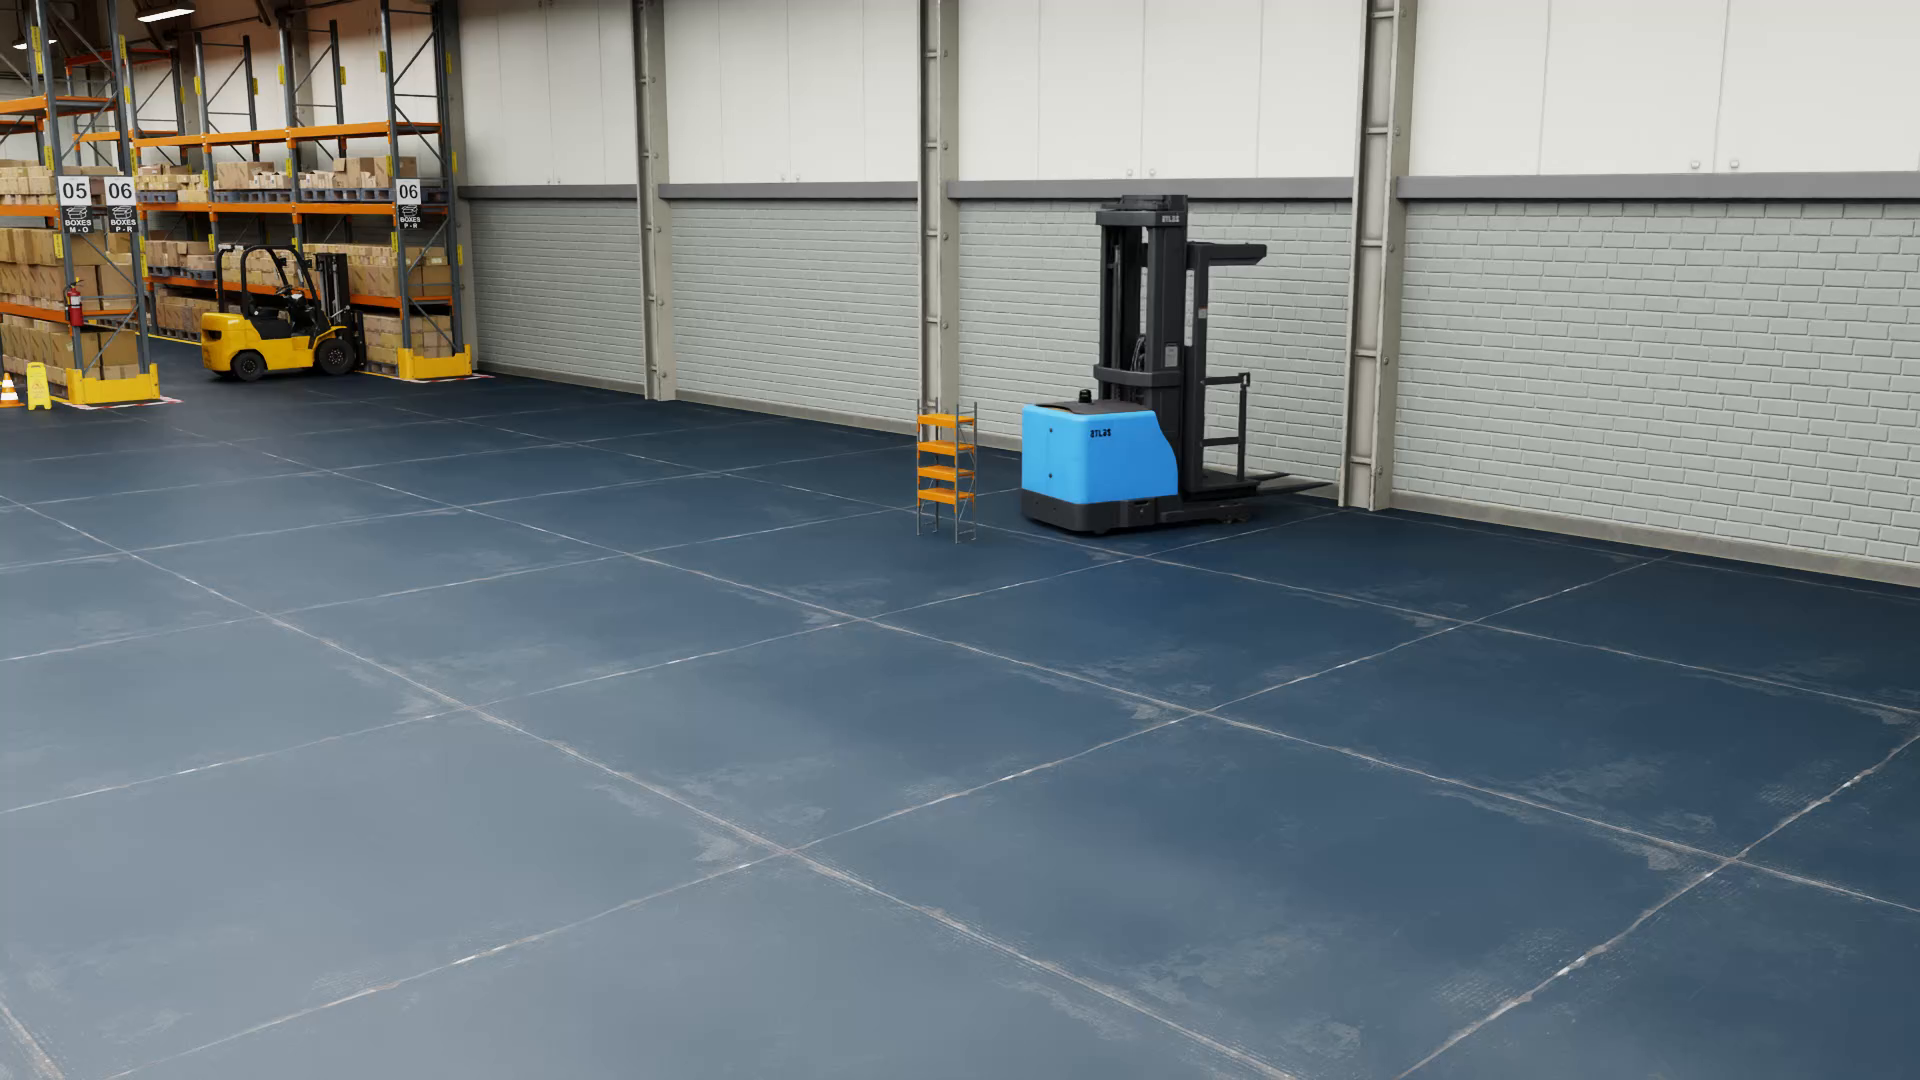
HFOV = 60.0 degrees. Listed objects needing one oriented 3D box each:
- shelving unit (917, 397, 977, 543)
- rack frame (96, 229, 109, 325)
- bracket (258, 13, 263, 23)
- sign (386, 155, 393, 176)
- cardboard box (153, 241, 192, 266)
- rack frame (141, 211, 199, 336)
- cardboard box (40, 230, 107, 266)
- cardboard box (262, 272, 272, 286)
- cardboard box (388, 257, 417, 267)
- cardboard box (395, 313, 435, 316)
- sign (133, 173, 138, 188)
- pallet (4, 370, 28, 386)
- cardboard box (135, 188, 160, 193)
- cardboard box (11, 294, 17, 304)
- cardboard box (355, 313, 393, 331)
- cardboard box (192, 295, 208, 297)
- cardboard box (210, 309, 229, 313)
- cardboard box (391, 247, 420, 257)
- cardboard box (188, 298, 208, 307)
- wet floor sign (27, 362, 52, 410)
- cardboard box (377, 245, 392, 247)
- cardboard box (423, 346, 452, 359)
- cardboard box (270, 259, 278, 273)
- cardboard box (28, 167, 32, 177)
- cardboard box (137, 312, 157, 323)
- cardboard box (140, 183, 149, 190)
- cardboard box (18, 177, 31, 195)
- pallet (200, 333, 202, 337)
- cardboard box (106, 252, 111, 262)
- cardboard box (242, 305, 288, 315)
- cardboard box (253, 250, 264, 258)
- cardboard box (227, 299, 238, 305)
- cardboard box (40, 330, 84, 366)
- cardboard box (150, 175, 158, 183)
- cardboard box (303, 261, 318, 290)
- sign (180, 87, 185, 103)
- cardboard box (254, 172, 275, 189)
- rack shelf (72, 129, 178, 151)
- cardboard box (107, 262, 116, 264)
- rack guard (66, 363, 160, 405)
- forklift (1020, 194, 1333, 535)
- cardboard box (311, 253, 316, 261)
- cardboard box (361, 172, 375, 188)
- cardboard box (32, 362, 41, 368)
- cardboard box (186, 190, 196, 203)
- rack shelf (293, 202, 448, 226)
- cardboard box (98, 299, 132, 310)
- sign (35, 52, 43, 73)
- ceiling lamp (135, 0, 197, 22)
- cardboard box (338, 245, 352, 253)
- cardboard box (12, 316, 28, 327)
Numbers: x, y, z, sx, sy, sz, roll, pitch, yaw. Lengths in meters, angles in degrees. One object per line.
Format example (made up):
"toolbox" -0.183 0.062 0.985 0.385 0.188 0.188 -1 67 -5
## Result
"shelving unit" -0.114 -0.612 14.408 0.258 1.200 0.503 -11 16 -43
"rack frame" -19.764 -6.527 38.659 1.000 3.000 0.127 -11 16 -43
"bracket" -13.230 -10.007 31.763 0.235 0.232 0.430 -11 16 -43
"sign" -9.117 -5.982 26.583 0.100 0.325 0.005 -11 16 -43
"cardboard box" -16.472 -6.021 34.912 0.700 0.500 0.500 -11 16 -42
"rack frame" -17.002 -5.943 35.825 1.000 3.000 0.127 -11 16 -43
"cardboard box" -12.813 -4.228 24.038 0.500 0.500 0.700 11 16 44
"cardboard box" -12.686 -4.889 31.078 0.500 0.250 0.500 -11 16 -42
"cardboard box" -9.157 -4.570 27.305 0.380 0.149 0.250 -11 16 -42
"cardboard box" -9.257 -3.710 28.279 0.500 0.250 0.500 -11 16 -42
"sign" -17.389 -7.589 35.098 0.100 0.325 0.005 -11 16 -43
"pallet" -14.575 -2.625 26.628 1.003 0.211 1.213 -11 16 -43
"cardboard box" -17.516 -7.520 35.680 0.500 0.250 0.500 -11 16 -42
"cardboard box" -14.516 -3.765 25.873 0.380 0.149 0.250 -10 15 -41
"cardboard box" -9.971 -3.710 28.283 0.500 0.250 0.500 -11 16 -42
"cardboard box" -16.179 -5.157 35.555 0.380 0.149 0.250 -11 16 -42
"cardboard box" -14.687 -4.373 33.356 0.500 0.500 0.500 -10 15 -41
"cardboard box" -9.114 -4.727 27.330 0.380 0.149 0.250 -11 16 -42
"cardboard box" -15.659 -4.893 34.273 0.250 0.149 0.380 11 16 42
"wet floor sign" -12.945 -2.170 23.344 0.267 0.644 0.232 -5 13 -23
"cardboard box" -9.839 -5.013 28.716 0.380 0.149 0.250 -11 16 -42
"cardboard box" -8.912 -3.150 28.040 0.500 0.250 0.500 -11 16 -42
"cardboard box" -12.361 -5.057 30.657 0.500 0.250 0.500 11 16 44
"cardboard box" -13.552 -5.445 24.620 0.250 0.149 0.380 11 16 44
"cardboard box" -17.845 -4.902 36.508 0.396 0.266 0.258 -10 15 -41
"cardboard box" -16.929 -7.402 34.808 0.380 0.149 0.250 -11 16 -42
"cardboard box" -13.558 -5.227 24.549 0.500 0.250 0.500 -10 16 -41
"pallet" -14.727 -4.108 33.827 1.003 0.211 1.213 -11 16 -43
"cardboard box" -18.945 -6.348 37.426 0.500 0.250 0.500 -11 16 -44
"cardboard box" -13.361 -4.215 32.280 0.875 0.625 0.625 -10 15 -41
"cardboard box" -13.016 -5.372 31.195 0.250 0.149 0.380 11 16 44
"cardboard box" -14.768 -4.846 34.045 0.380 0.149 0.250 -11 16 -42
"cardboard box" -13.407 -2.882 24.883 0.500 0.500 0.500 -10 15 -40
"cardboard box" -16.535 -7.479 34.443 0.380 0.149 0.250 -11 16 -43
"cardboard box" -11.359 -4.724 29.657 0.500 0.500 0.500 11 16 44
"sign" -16.604 -9.495 35.489 0.100 0.325 0.005 -11 16 -43
"cardboard box" -12.683 -6.640 30.704 0.500 0.311 0.500 11 16 43
"rack shelf" -18.383 -8.819 36.709 1.077 0.370 4.000 -11 16 -43
"cardboard box" -12.788 -3.877 24.812 0.500 0.500 0.500 -10 15 -41
"rack guard" -12.354 -2.287 24.271 1.175 0.500 0.348 -11 16 -43
"forklift" 2.091 -1.672 15.263 3.031 2.935 1.130 -6 13 -28
"cardboard box" -11.267 -5.022 29.496 0.380 0.149 0.250 -10 16 -41
"cardboard box" -9.682 -5.966 27.544 0.396 0.266 0.258 -11 16 -42
"cardboard box" -13.772 -2.591 25.330 0.500 0.250 0.500 11 16 43
"cardboard box" -15.117 -6.870 33.259 0.500 0.250 0.500 -11 16 -42
"rack shelf" -10.096 -5.601 28.511 1.077 0.370 4.000 -11 16 -43
"cardboard box" -12.387 -3.455 24.371 0.380 0.149 0.250 -11 16 -42
"sign" -14.659 -7.591 26.445 0.100 0.325 0.005 -11 16 -43
"ceiling lamp" -12.971 -10.246 27.379 0.800 3.185 2.000 -11 16 -43
"cardboard box" -10.524 -5.023 28.767 0.380 0.149 0.250 -11 16 -43
"cardboard box" -14.453 -3.402 25.800 0.380 0.149 0.250 -10 15 -40
